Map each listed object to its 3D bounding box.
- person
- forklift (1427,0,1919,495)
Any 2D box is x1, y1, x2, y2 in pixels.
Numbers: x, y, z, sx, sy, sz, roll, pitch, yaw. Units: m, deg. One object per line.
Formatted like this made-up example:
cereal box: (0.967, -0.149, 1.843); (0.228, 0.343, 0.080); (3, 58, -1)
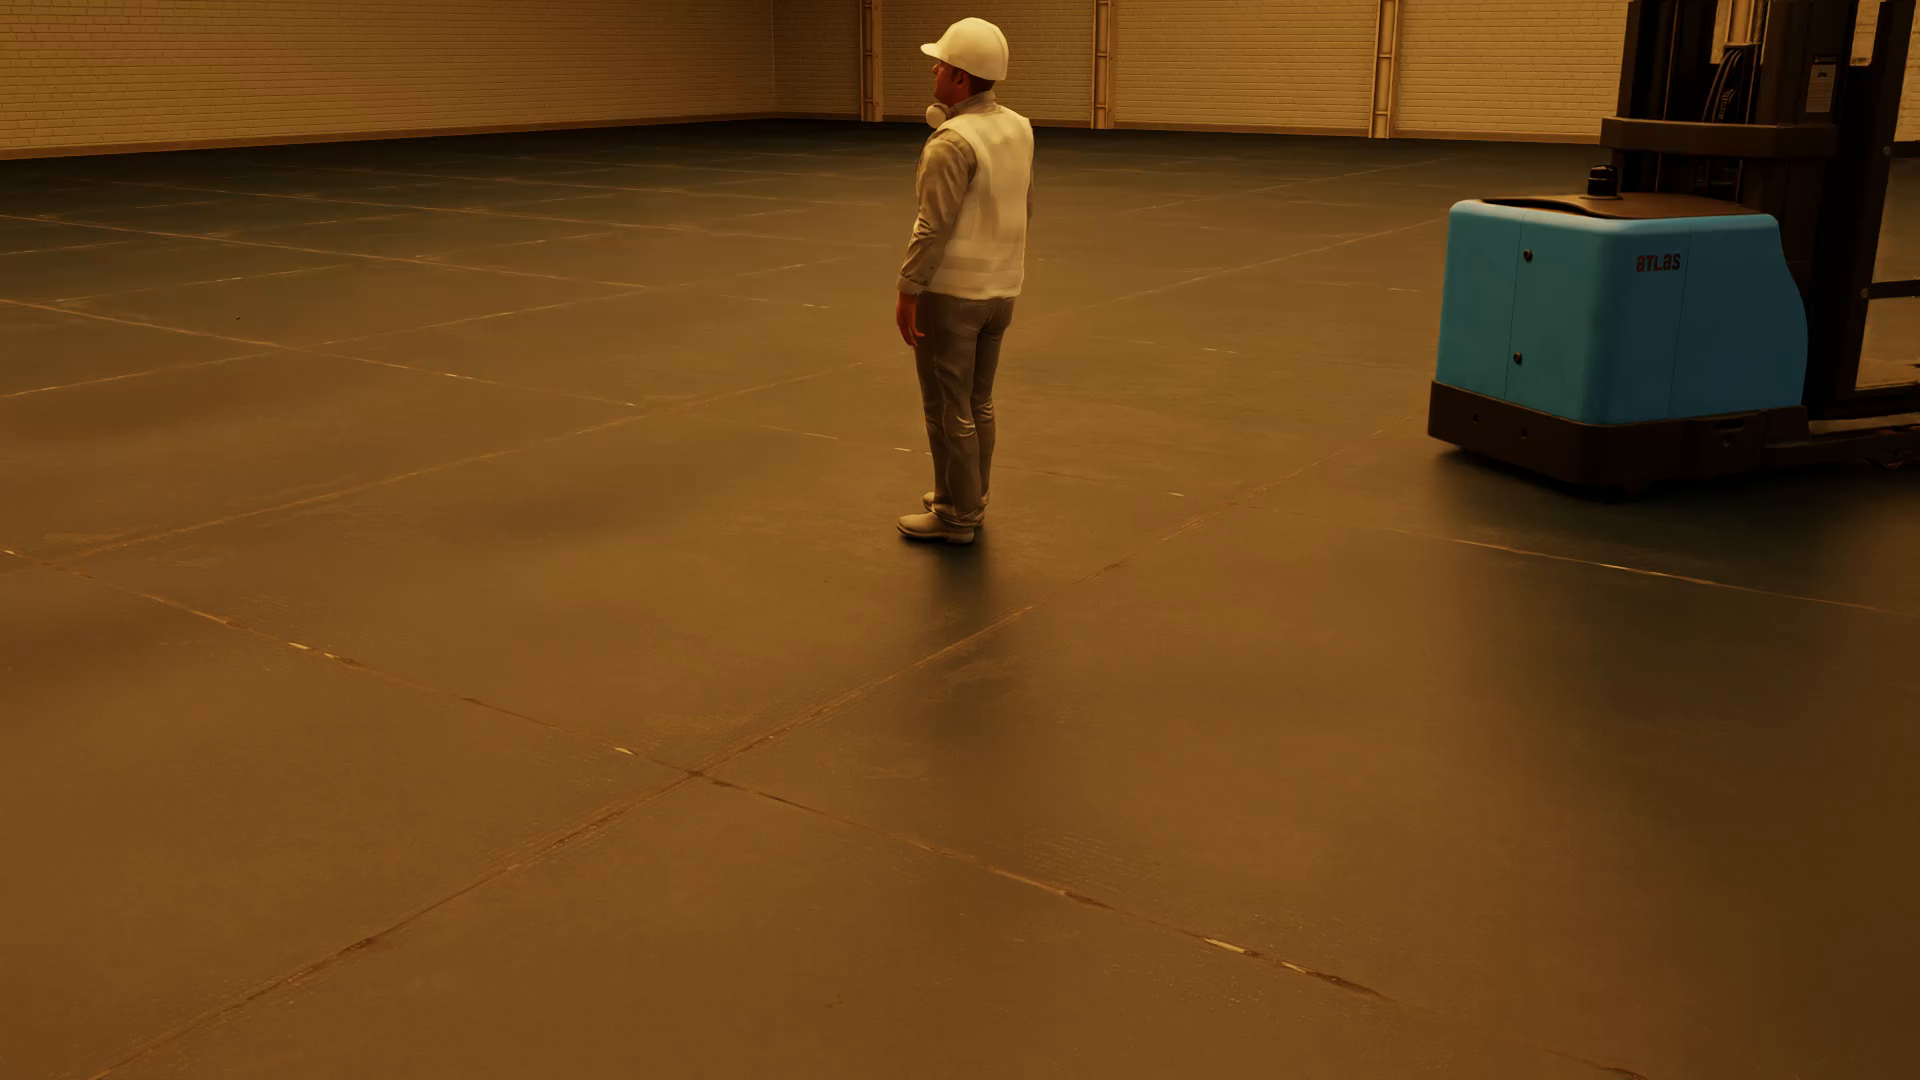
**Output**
person: (-0.048, -0.869, 5.732); (0.566, 1.775, 0.633); (11, 20, 33)
forklift: (3.601, -1.831, 6.956); (3.031, 2.935, 1.130); (-7, 18, -21)
